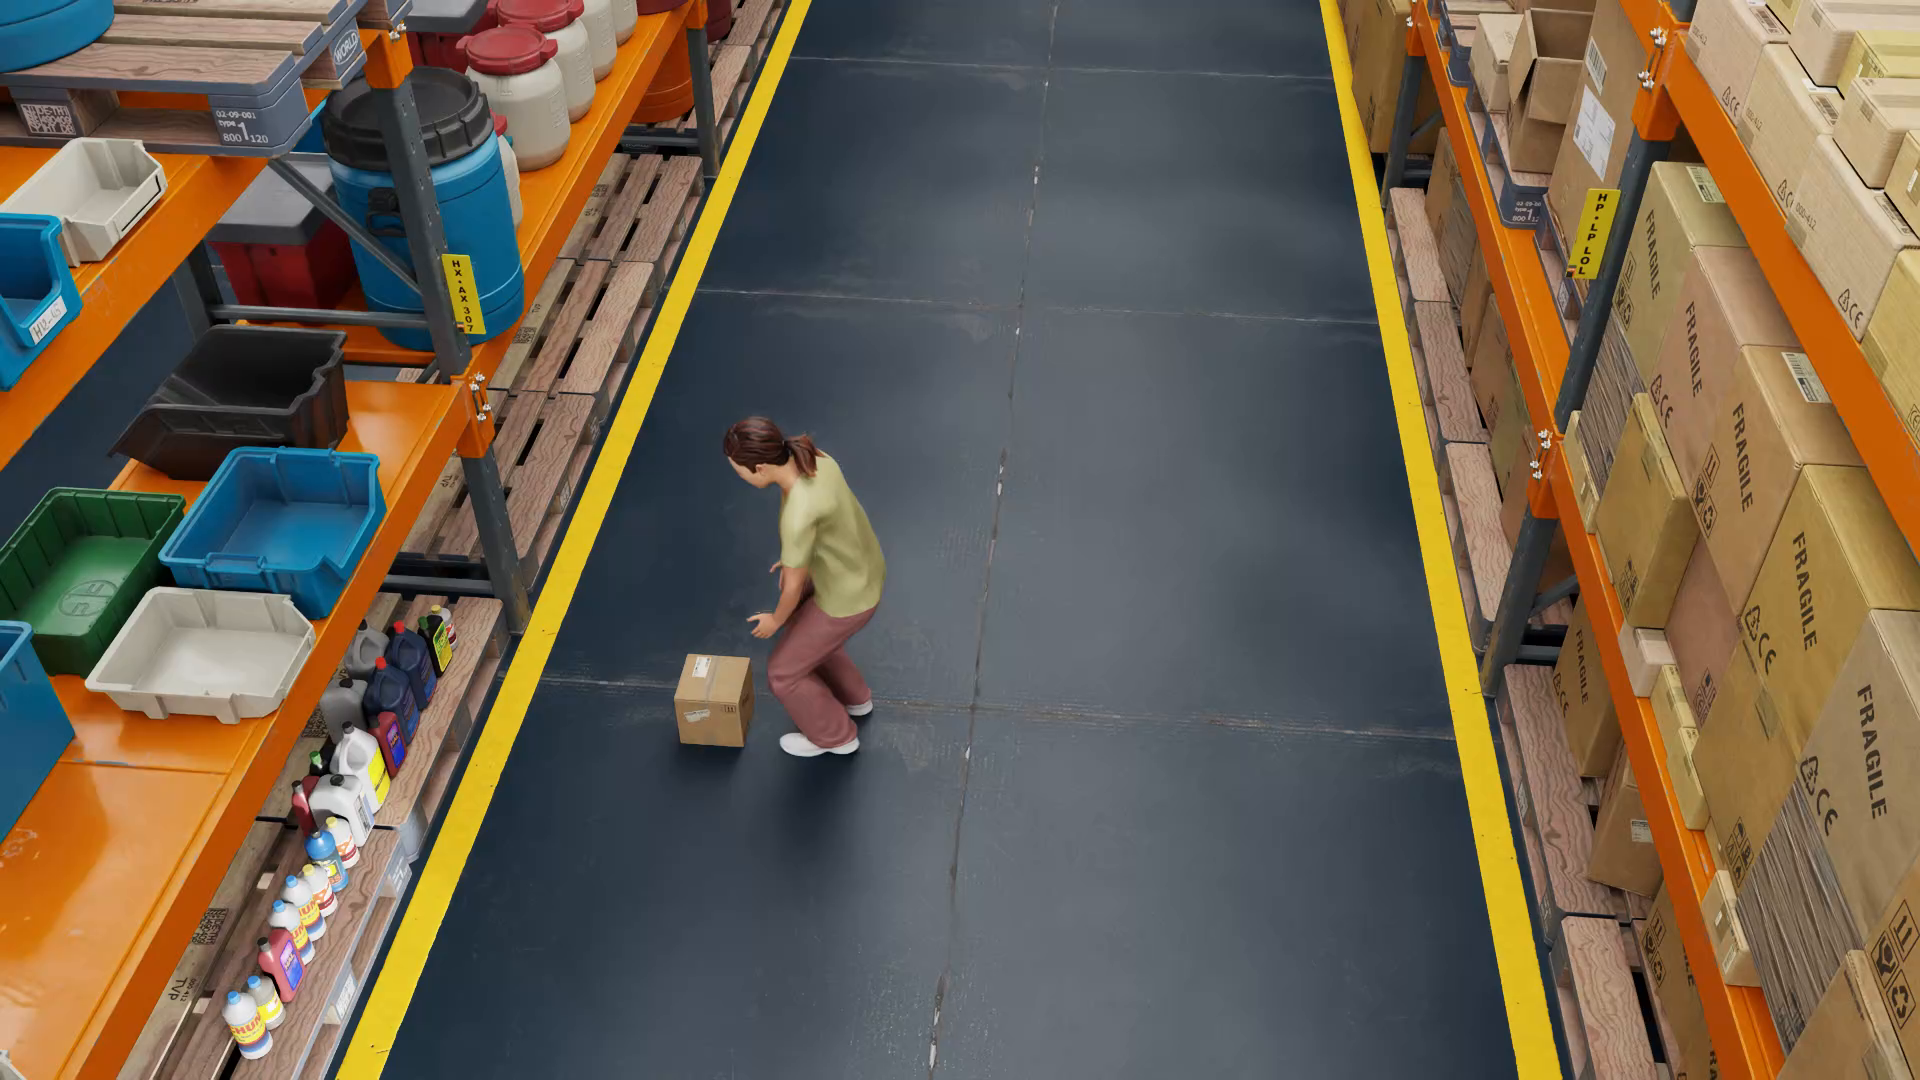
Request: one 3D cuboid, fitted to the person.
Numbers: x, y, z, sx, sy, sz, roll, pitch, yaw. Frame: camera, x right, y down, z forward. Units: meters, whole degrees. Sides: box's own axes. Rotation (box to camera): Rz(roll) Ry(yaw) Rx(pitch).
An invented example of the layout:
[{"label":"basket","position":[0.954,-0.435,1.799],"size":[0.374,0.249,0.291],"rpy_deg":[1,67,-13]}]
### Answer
[{"label":"person","position":[-0.542,0.185,6.070],"size":[0.532,1.515,0.498],"rpy_deg":[4,40,4]}]
